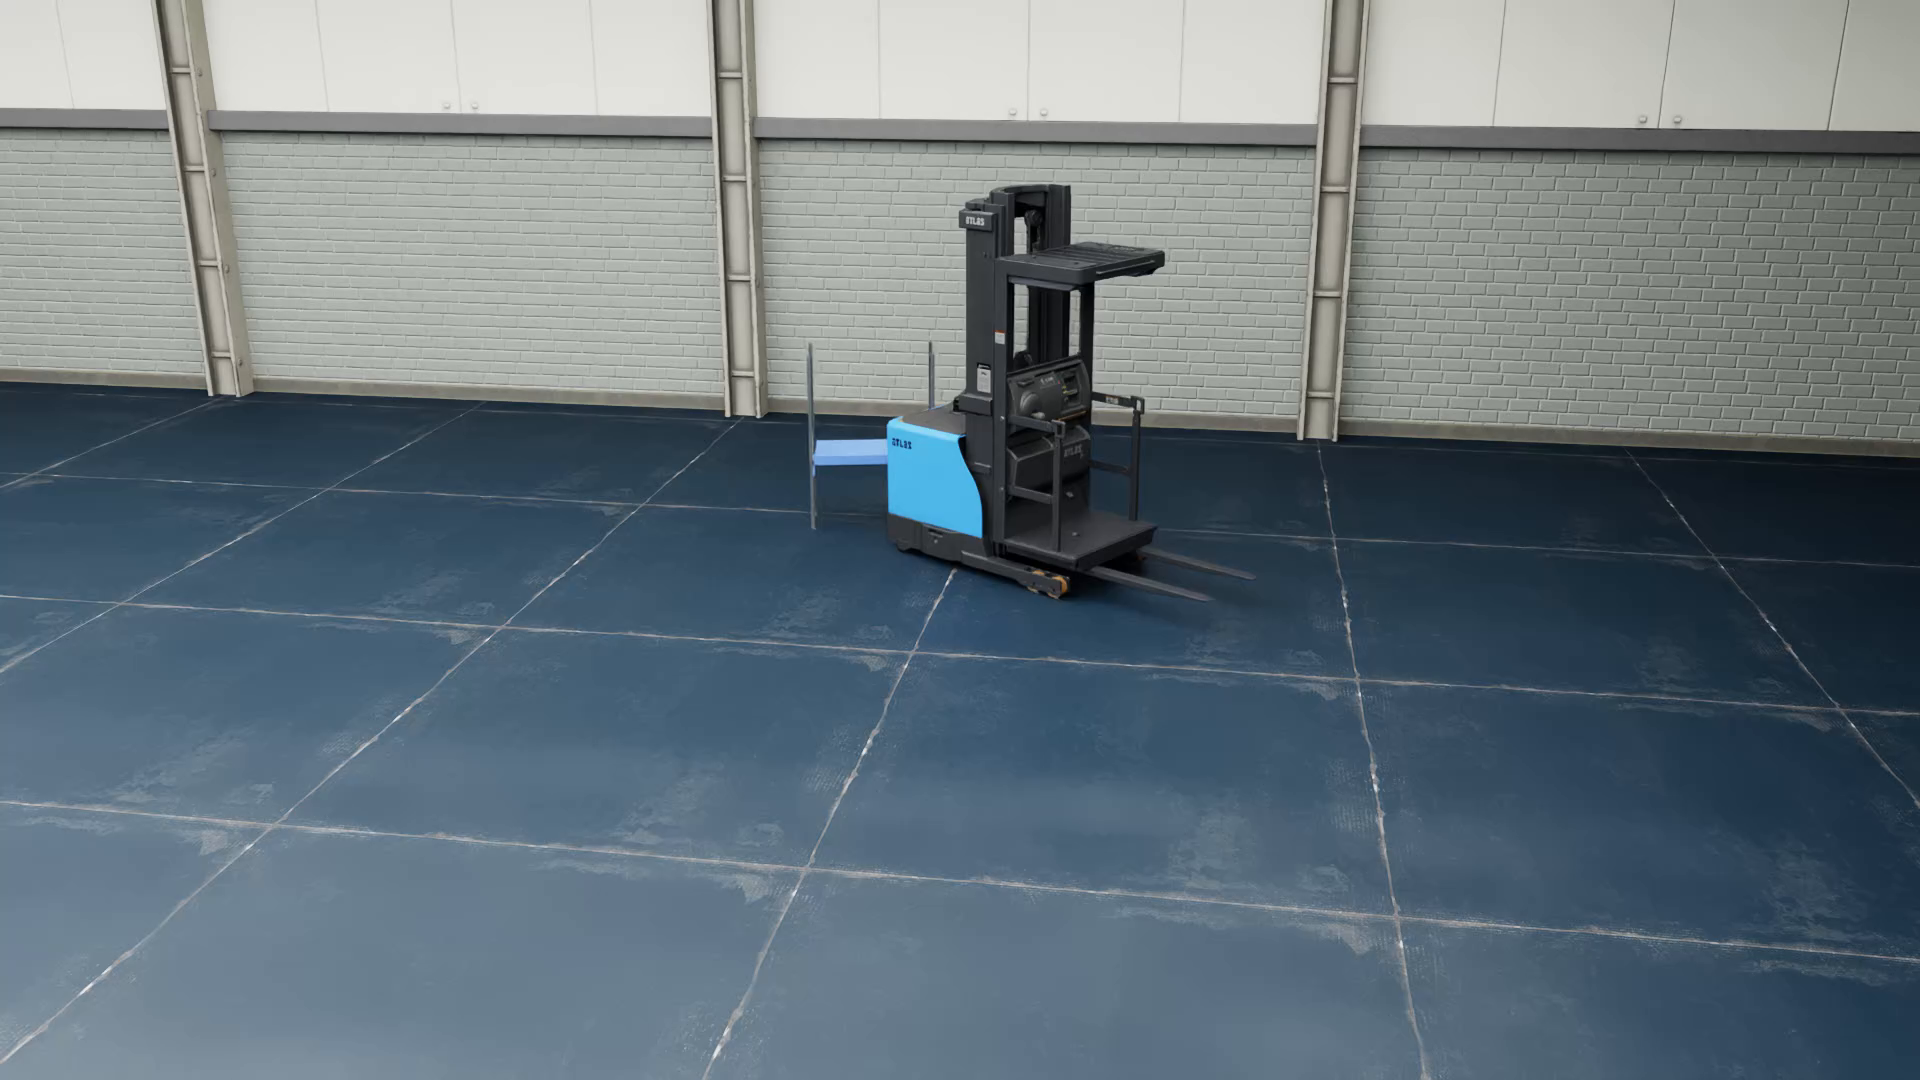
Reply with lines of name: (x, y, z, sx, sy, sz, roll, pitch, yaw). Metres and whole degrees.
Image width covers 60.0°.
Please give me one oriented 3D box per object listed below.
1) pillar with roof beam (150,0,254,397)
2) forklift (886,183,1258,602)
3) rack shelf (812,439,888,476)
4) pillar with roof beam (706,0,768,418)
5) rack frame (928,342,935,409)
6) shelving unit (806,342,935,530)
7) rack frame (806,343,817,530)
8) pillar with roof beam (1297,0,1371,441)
pillar with roof beam: (-8.893, -4.576, 13.297, 0.400, 9.000, 9.100, 3, 19, 9)
forklift: (0.843, -1.139, 12.588, 3.031, 2.935, 1.130, 15, 24, 39)
rack shelf: (-0.745, -0.713, 14.139, 1.000, 0.185, 0.538, -1, 19, -3)
pillar with roof beam: (-2.969, -4.274, 12.394, 0.400, 9.000, 9.100, 3, 19, 9)
rack frame: (-0.238, -0.893, 14.110, 0.032, 1.500, 0.500, -1, 19, -3)
shelving unit: (-0.745, -0.884, 14.081, 1.048, 1.500, 0.538, -1, 19, -3)
rack frame: (-1.253, -0.875, 14.053, 0.032, 1.500, 0.500, -1, 19, -3)
pillar with roof beam: (2.955, -3.972, 11.492, 0.400, 9.000, 9.100, 3, 19, 9)
